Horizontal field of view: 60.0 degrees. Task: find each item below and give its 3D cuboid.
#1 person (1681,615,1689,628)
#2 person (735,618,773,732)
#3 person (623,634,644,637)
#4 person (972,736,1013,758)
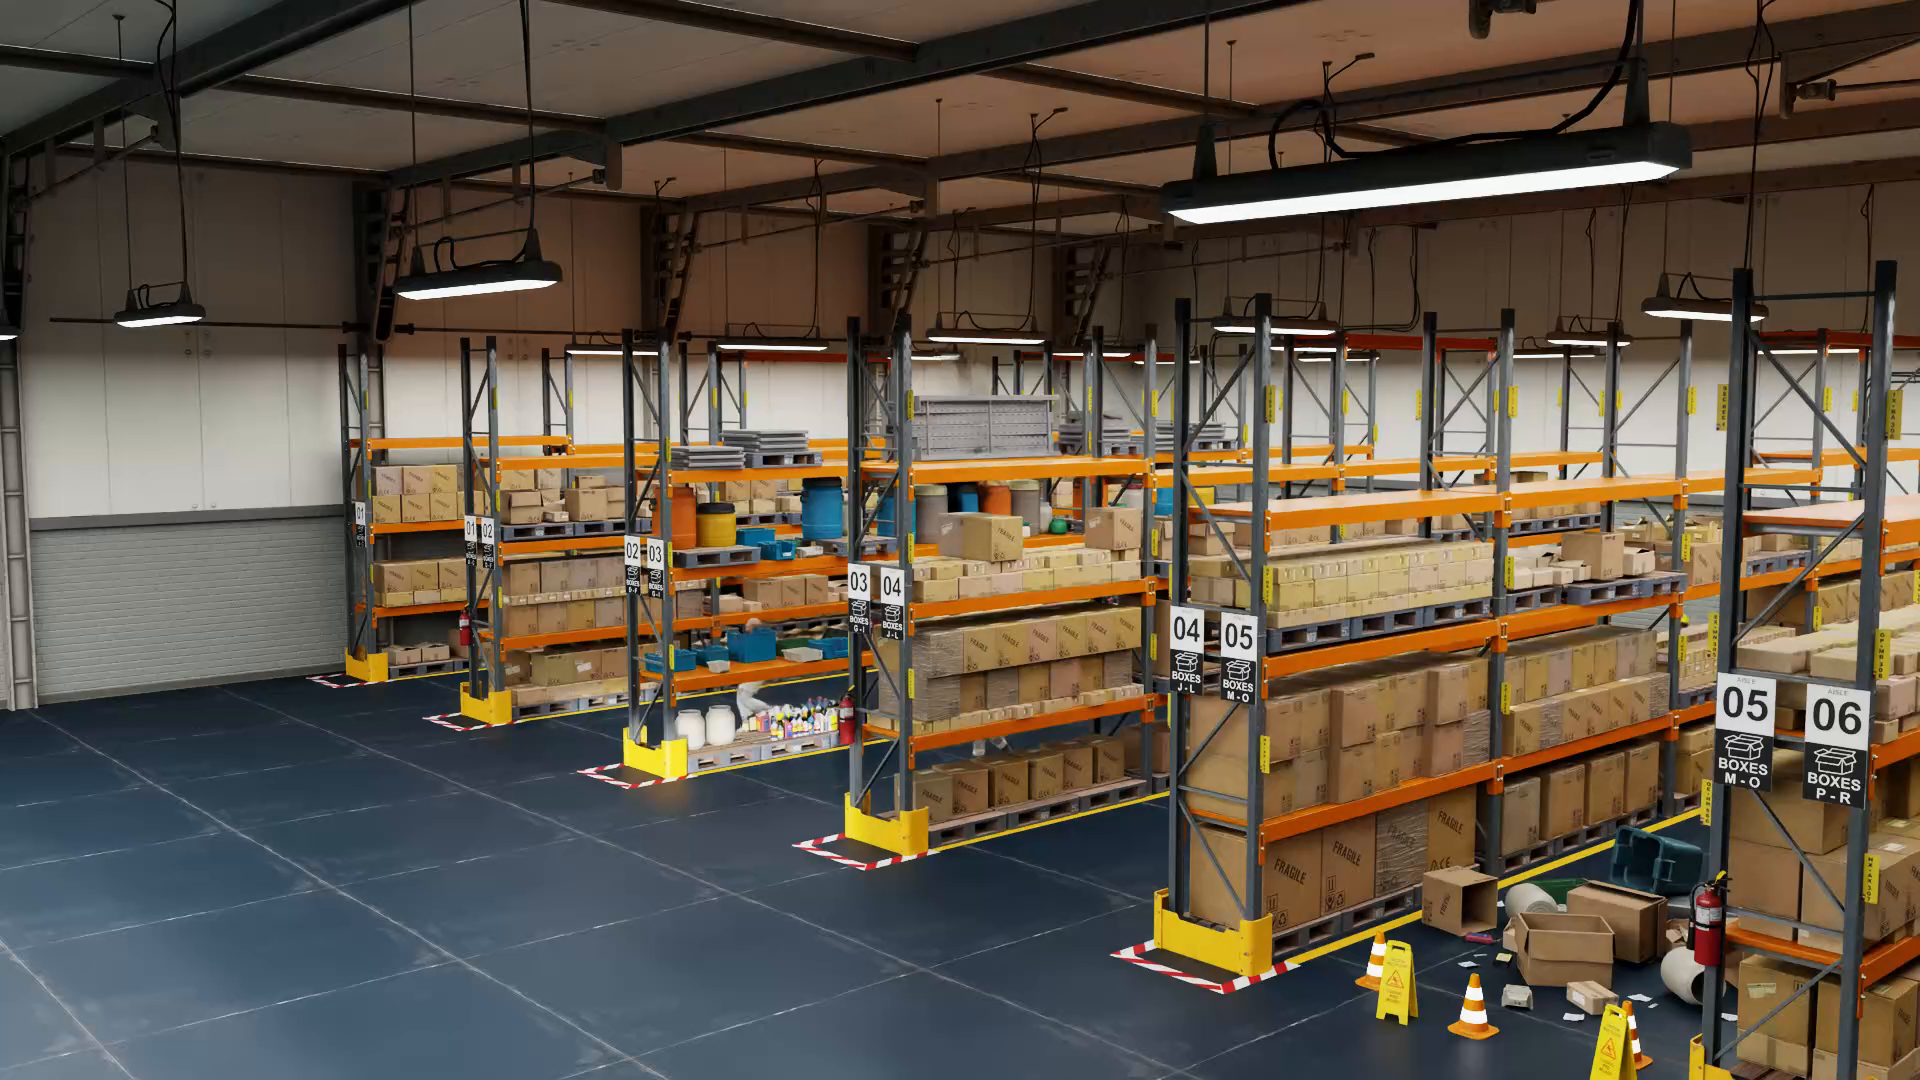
[{"bbox_3d":[10.864,2.030,25.121,0.734,1.821,0.677,-4,7,-39],"label":"person"},{"bbox_3d":[-3.160,2.053,25.323,0.627,1.758,0.838,-2,5,-18],"label":"person"},{"bbox_3d":[-5.853,1.626,30.058,0.837,1.663,0.599,-3,6,-33],"label":"person"},{"bbox_3d":[0.398,2.286,22.235,0.692,1.816,0.984,5,7,44],"label":"person"}]
